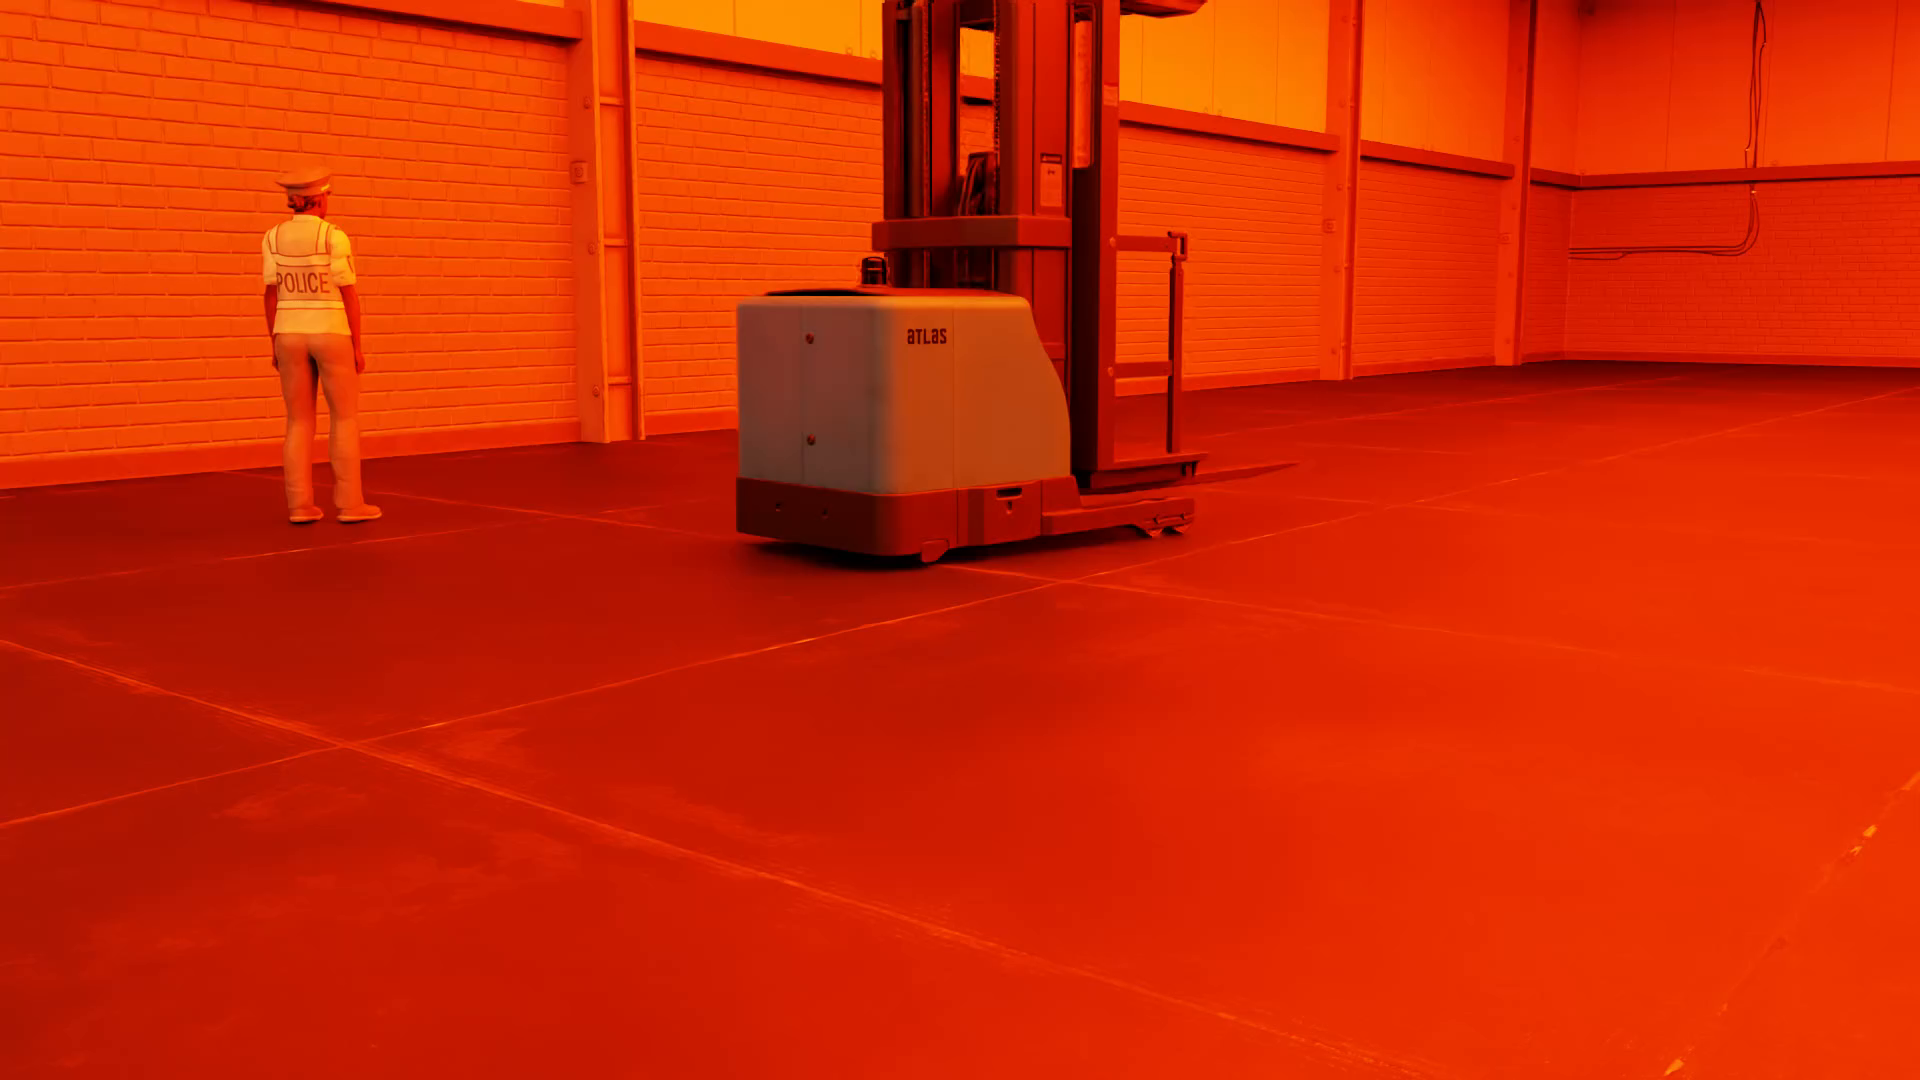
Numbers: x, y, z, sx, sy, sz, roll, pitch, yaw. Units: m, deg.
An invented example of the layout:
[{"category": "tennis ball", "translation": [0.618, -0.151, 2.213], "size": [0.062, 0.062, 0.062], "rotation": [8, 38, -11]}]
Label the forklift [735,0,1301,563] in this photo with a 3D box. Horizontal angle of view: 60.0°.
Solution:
[{"category": "forklift", "translation": [0.446, -1.516, 7.642], "size": [3.031, 2.935, 1.130], "rotation": [-8, 11, -43]}]

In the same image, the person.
[{"category": "person", "translation": [-3.057, -0.927, 7.920], "size": [0.447, 1.691, 0.338], "rotation": [0, 8, 2]}]
